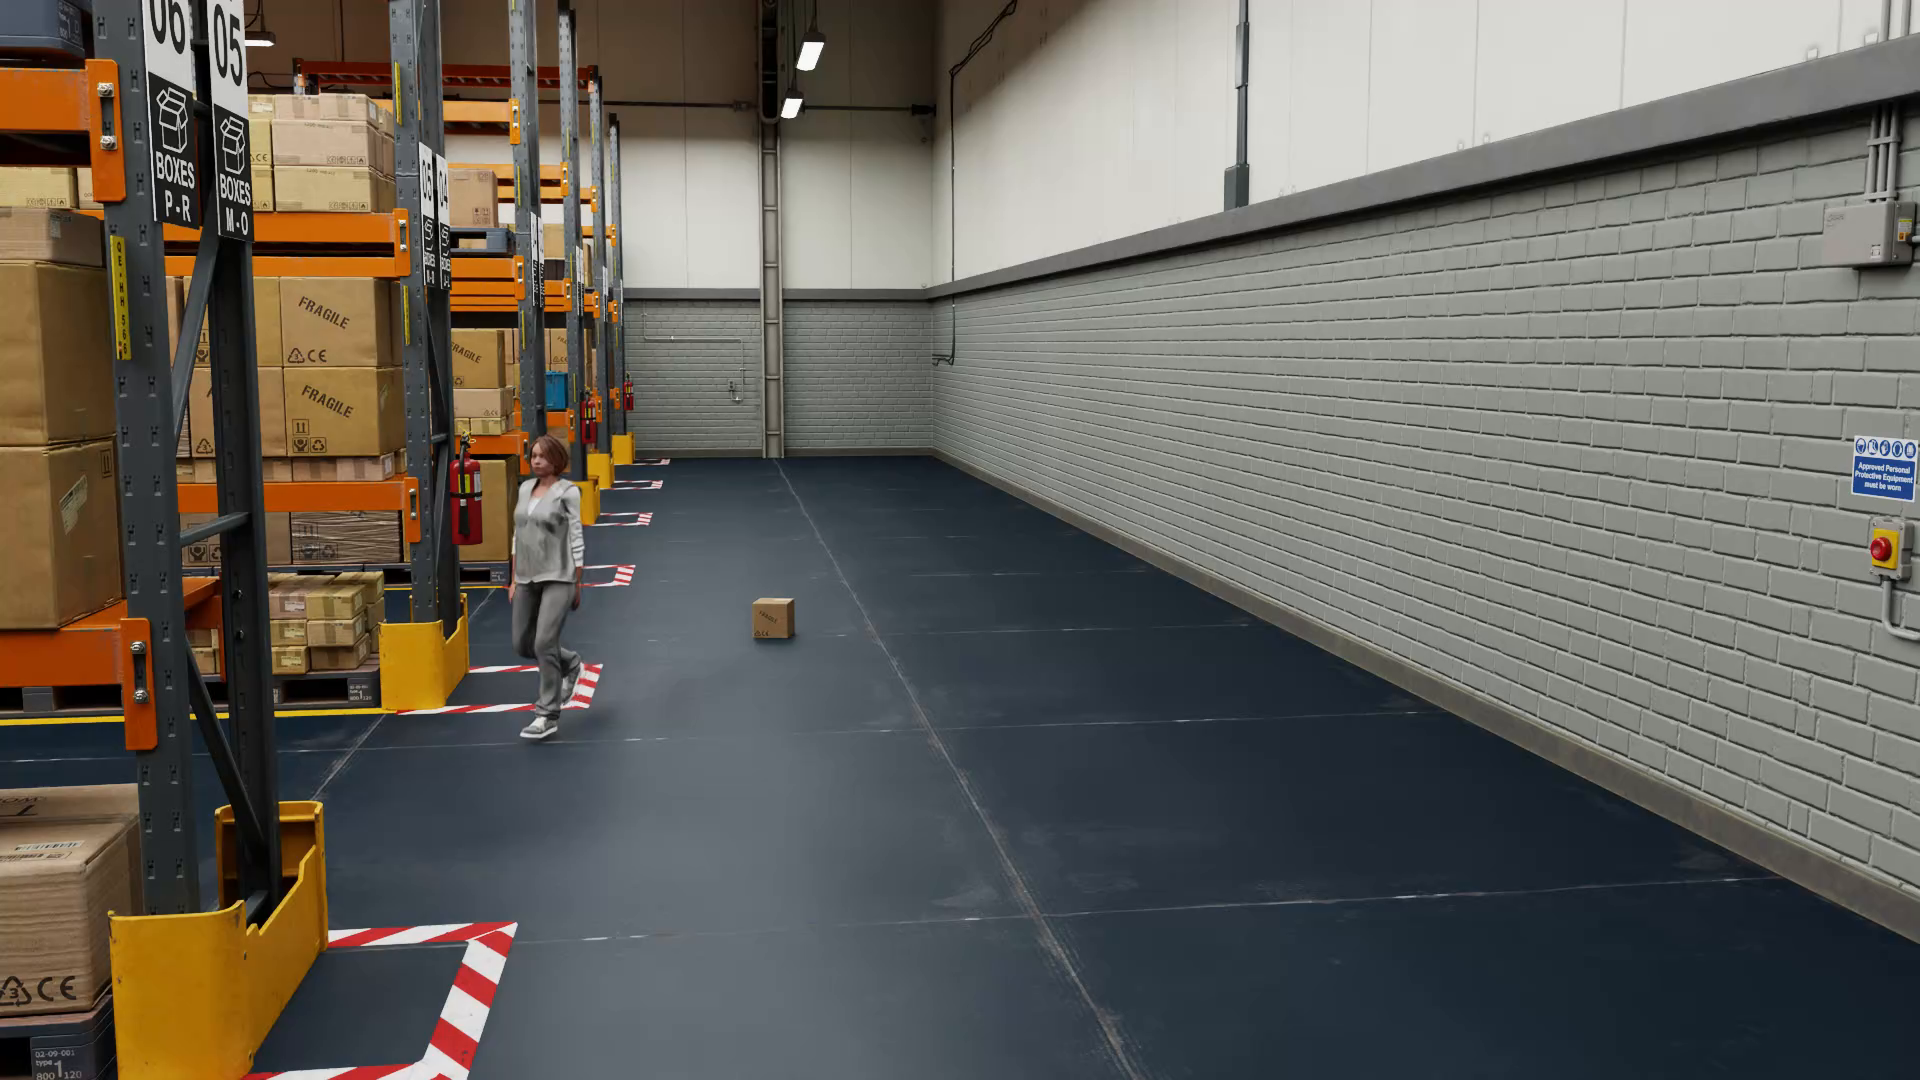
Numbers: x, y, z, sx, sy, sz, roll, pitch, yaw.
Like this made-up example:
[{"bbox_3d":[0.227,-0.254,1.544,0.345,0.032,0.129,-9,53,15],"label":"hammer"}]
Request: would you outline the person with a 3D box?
[{"bbox_3d":[-2.188,0.226,8.897,0.410,1.580,0.688,3,7,25],"label":"person"}]
